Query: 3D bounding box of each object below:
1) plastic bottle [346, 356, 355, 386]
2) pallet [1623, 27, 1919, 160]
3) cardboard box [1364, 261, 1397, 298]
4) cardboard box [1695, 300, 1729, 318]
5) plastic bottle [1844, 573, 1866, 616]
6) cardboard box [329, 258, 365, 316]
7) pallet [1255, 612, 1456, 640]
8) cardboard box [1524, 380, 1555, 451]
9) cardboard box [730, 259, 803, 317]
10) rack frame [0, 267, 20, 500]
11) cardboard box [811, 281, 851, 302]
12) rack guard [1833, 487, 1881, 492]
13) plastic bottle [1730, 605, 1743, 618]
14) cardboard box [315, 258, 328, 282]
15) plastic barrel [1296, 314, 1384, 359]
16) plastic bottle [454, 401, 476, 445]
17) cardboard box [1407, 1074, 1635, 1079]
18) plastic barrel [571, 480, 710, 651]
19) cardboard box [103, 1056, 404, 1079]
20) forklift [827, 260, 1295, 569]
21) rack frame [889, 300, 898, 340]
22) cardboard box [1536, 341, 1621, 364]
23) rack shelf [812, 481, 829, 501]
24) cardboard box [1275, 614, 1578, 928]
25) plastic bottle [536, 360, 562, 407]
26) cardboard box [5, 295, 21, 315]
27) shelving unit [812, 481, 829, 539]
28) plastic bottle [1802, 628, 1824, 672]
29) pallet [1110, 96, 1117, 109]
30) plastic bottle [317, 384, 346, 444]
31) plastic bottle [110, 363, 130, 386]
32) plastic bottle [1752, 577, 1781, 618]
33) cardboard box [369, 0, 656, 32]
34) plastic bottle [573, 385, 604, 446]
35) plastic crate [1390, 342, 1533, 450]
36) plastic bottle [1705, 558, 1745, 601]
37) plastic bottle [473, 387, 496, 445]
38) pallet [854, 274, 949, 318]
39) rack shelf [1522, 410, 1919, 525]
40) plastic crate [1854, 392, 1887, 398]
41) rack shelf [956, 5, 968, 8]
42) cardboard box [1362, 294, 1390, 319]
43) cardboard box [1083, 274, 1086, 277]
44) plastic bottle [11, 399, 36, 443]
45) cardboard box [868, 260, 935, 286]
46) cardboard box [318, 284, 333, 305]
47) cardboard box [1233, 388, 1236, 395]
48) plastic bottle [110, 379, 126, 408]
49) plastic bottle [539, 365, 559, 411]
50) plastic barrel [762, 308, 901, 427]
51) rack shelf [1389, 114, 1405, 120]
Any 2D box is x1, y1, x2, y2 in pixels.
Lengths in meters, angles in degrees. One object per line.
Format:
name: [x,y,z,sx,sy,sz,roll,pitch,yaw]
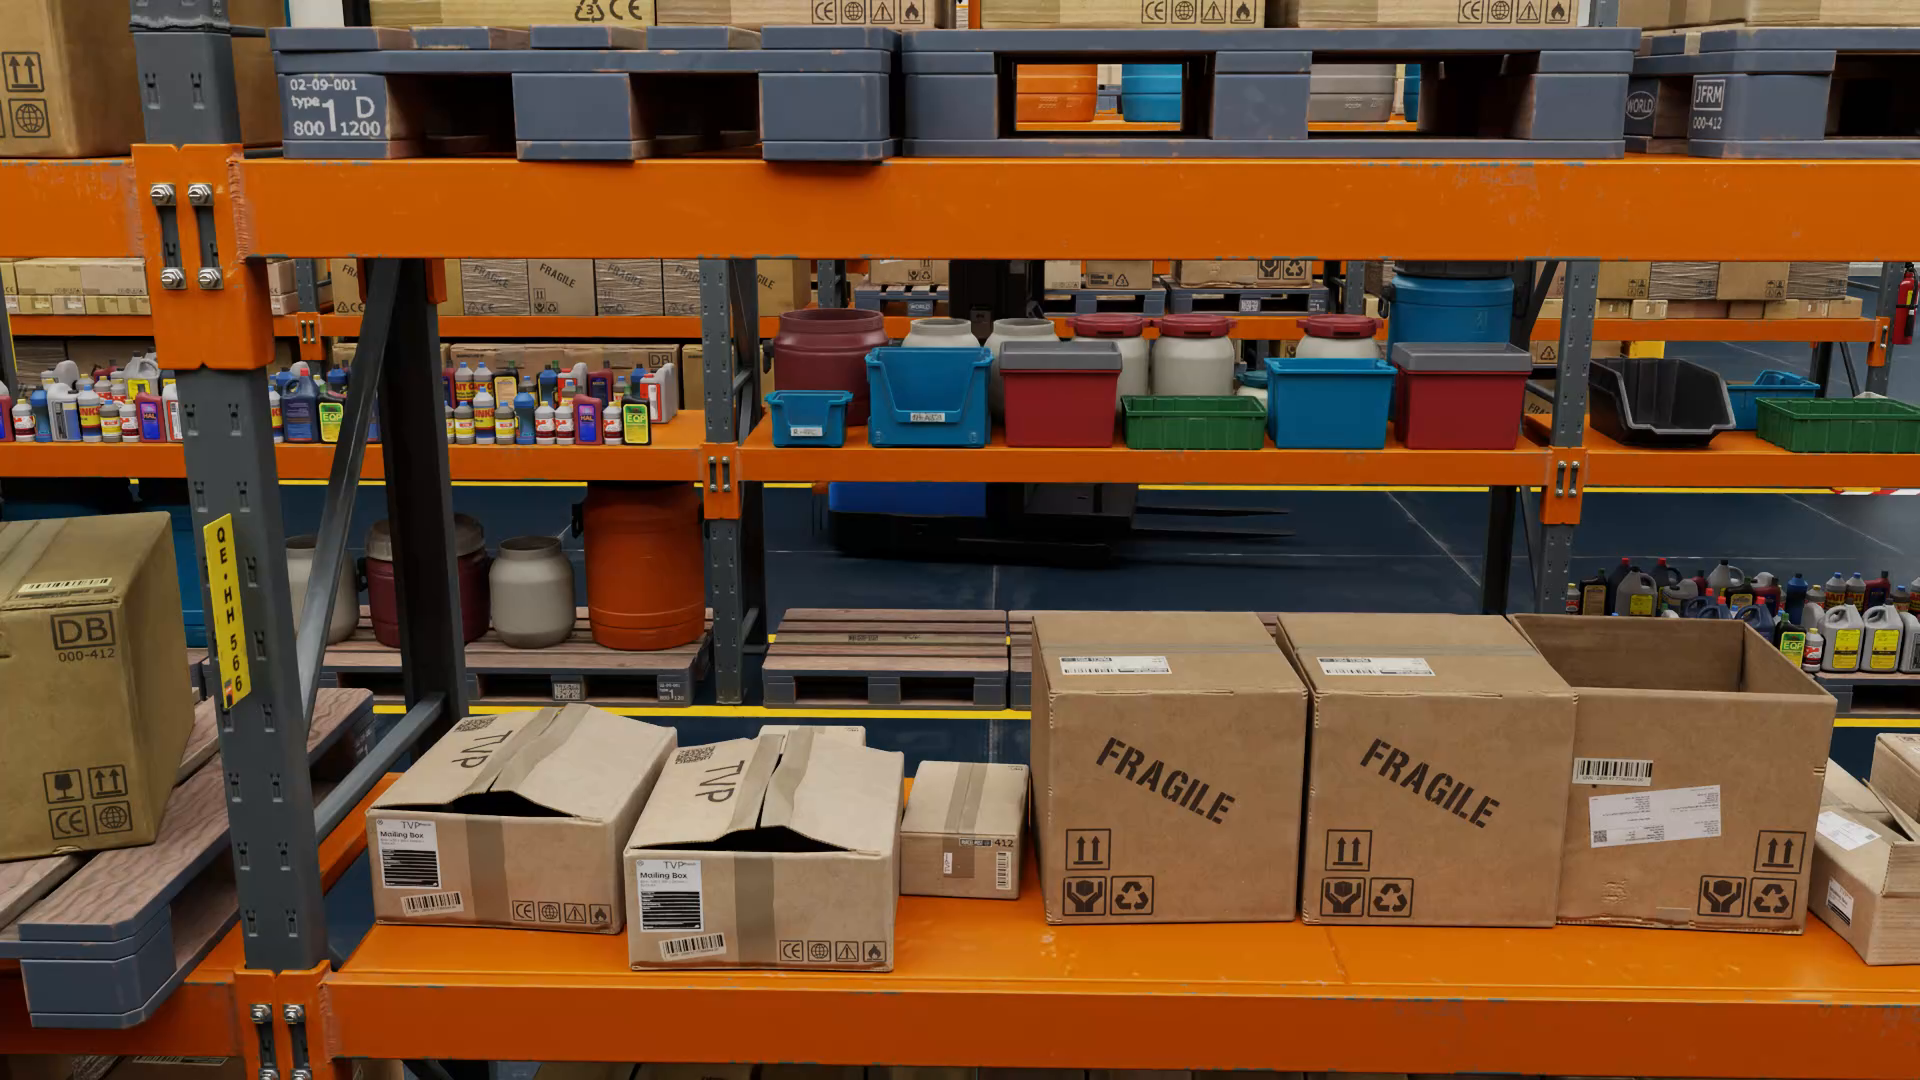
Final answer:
plastic bottle: [-3.102,-0.830,8.701,0.185,0.351,0.144,0,15,1]
pallet: [1.855,-0.828,3.094,1.217,0.209,0.805,0,15,-1]
cardboard box: [3.442,-2.168,12.897,0.500,0.500,0.875,0,15,1]
cardboard box: [5.702,-1.804,12.790,0.250,0.149,0.380,0,15,1]
plastic bottle: [4.719,0.308,8.779,0.097,0.271,0.097,0,15,0]
cardboard box: [-4.550,-2.028,12.950,0.500,0.500,0.500,0,15,2]
pallet: [2.081,0.622,8.569,1.213,0.211,1.003,0,15,1]
cardboard box: [4.588,-0.990,13.289,0.500,0.500,0.500,-1,15,-4]
cardboard box: [-1.505,-2.009,12.877,0.500,0.500,0.500,1,15,3]
rack frame: [-5.130,-0.783,8.429,0.127,3.000,1.000,0,15,1]
cardboard box: [-1.461,-2.708,18.330,0.500,0.250,0.500,0,15,-1]
rack guard: [6.916,-0.760,13.241,0.348,0.500,1.175,0,15,1]
plastic bottle: [3.811,0.457,8.215,0.097,0.271,0.097,0,15,0]
cardboard box: [-5.467,-2.187,13.462,0.500,0.250,0.500,0,15,0]
plastic barrel: [1.916,-0.859,8.449,0.433,0.535,0.433,0,15,0]
plastic bottle: [-2.379,-0.565,7.991,0.097,0.201,0.097,0,15,0]
cardboard box: [1.312,1.313,3.949,0.500,0.311,0.500,0,15,0]
plastic barrel: [-1.621,0.090,8.549,0.708,0.830,0.600,0,15,1]
cardboard box: [-1.710,1.426,4.092,0.500,0.500,0.500,1,15,4]
forklift: [0.690,-1.378,10.816,3.031,2.935,1.130,2,15,8]
rack frame: [-0.778,-3.284,17.909,0.127,3.000,1.000,0,15,1]
cardboard box: [6.540,-2.396,17.882,0.875,0.875,0.875,0,15,2]
rack shelf: [-0.895,-0.341,11.397,0.180,0.103,0.258,2,15,8]
cardboard box: [0.942,0.468,3.491,0.500,0.500,0.500,0,15,2]
plastic bottle: [-2.151,-0.802,8.727,0.133,0.283,0.061,0,15,1]
cardboard box: [-7.371,-1.857,12.990,0.250,0.149,0.380,0,15,1]
shelving unit: [-0.895,-0.616,11.325,0.189,1.200,0.258,2,15,8]
plastic bottle: [4.134,0.529,8.077,0.097,0.201,0.097,0,15,0]
pallet: [1.595,-5.918,22.380,1.003,0.211,1.213,0,15,1]
plastic bottle: [-3.008,-0.604,7.978,0.133,0.283,0.061,0,15,1]
plastic bottle: [-4.363,-0.801,8.738,0.135,0.276,0.152,0,15,1]
plastic bottle: [4.193,0.333,8.661,0.133,0.283,0.061,0,15,1]
cardboard box: [-0.807,-1.086,3.168,0.500,0.250,0.500,-1,15,-3]
plastic bottle: [-1.778,-0.596,7.948,0.133,0.283,0.061,0,15,1]
plastic crate: [2.375,-0.687,7.939,0.583,0.464,0.402,0,15,1]
plastic bottle: [4.033,0.271,8.763,0.185,0.351,0.144,0,15,1]
plastic bottle: [-2.282,-0.598,7.980,0.097,0.271,0.097,0,15,0]
pallet: [-0.290,-1.950,13.227,1.003,0.211,1.213,0,15,1]
rack shelf: [4.866,-0.370,8.273,4.000,0.370,1.077,0,15,1]
plastic crate: [4.497,-0.658,8.469,0.437,0.136,0.530,0,15,1]
rack shelf: [1.247,-6.894,22.024,4.000,0.370,1.077,0,15,1]
cardboard box: [3.201,-1.795,12.755,0.250,0.149,0.380,0,15,1]
cardboard box: [2.003,-3.461,22.904,0.625,0.372,0.950,1,15,5]
plastic bottle: [-4.526,-0.579,8.044,0.097,0.201,0.097,0,15,0]
cardboard box: [-0.464,-2.278,13.076,0.500,0.500,0.500,-1,15,-5]
cardboard box: [-5.291,-2.012,13.577,0.250,0.149,0.380,0,15,2]
cardboard box: [1.904,-1.016,13.347,0.500,0.500,0.700,0,15,1]
plastic bottle: [-4.348,-0.733,8.627,0.097,0.201,0.097,0,15,0]
plastic bottle: [-2.135,-0.775,8.651,0.097,0.271,0.097,0,15,0]
plastic barrel: [-0.660,-0.897,8.594,0.708,0.536,0.600,0,15,1]
rack shelf: [4.993,-3.084,12.678,4.000,0.370,1.077,0,15,1]
